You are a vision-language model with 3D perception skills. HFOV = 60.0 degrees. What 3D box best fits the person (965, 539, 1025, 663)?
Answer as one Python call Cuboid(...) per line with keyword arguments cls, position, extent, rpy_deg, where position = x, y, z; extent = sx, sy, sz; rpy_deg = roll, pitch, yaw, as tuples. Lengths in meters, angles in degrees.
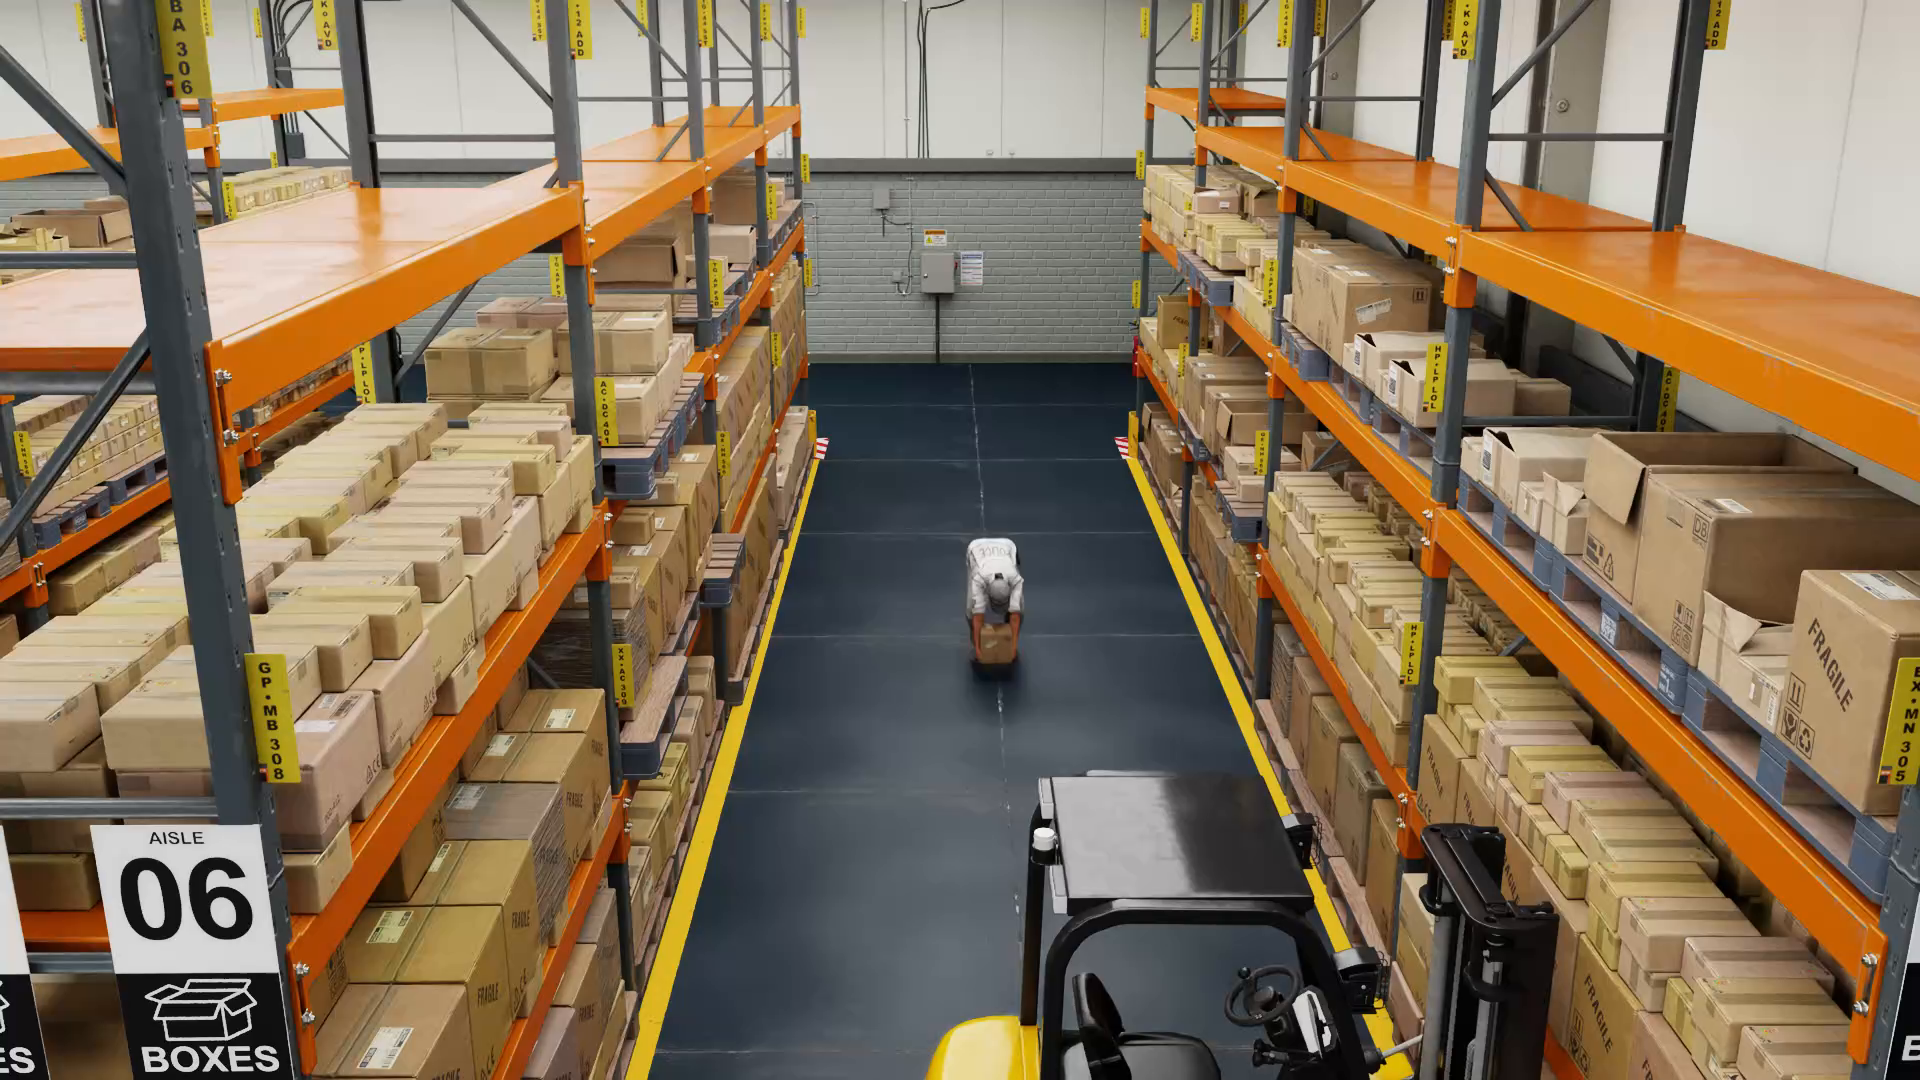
Cuboid(cls="person", position=(0.288, 0.530, 13.479), extent=(0.495, 0.990, 0.946), rpy_deg=(-1, 17, -3))
